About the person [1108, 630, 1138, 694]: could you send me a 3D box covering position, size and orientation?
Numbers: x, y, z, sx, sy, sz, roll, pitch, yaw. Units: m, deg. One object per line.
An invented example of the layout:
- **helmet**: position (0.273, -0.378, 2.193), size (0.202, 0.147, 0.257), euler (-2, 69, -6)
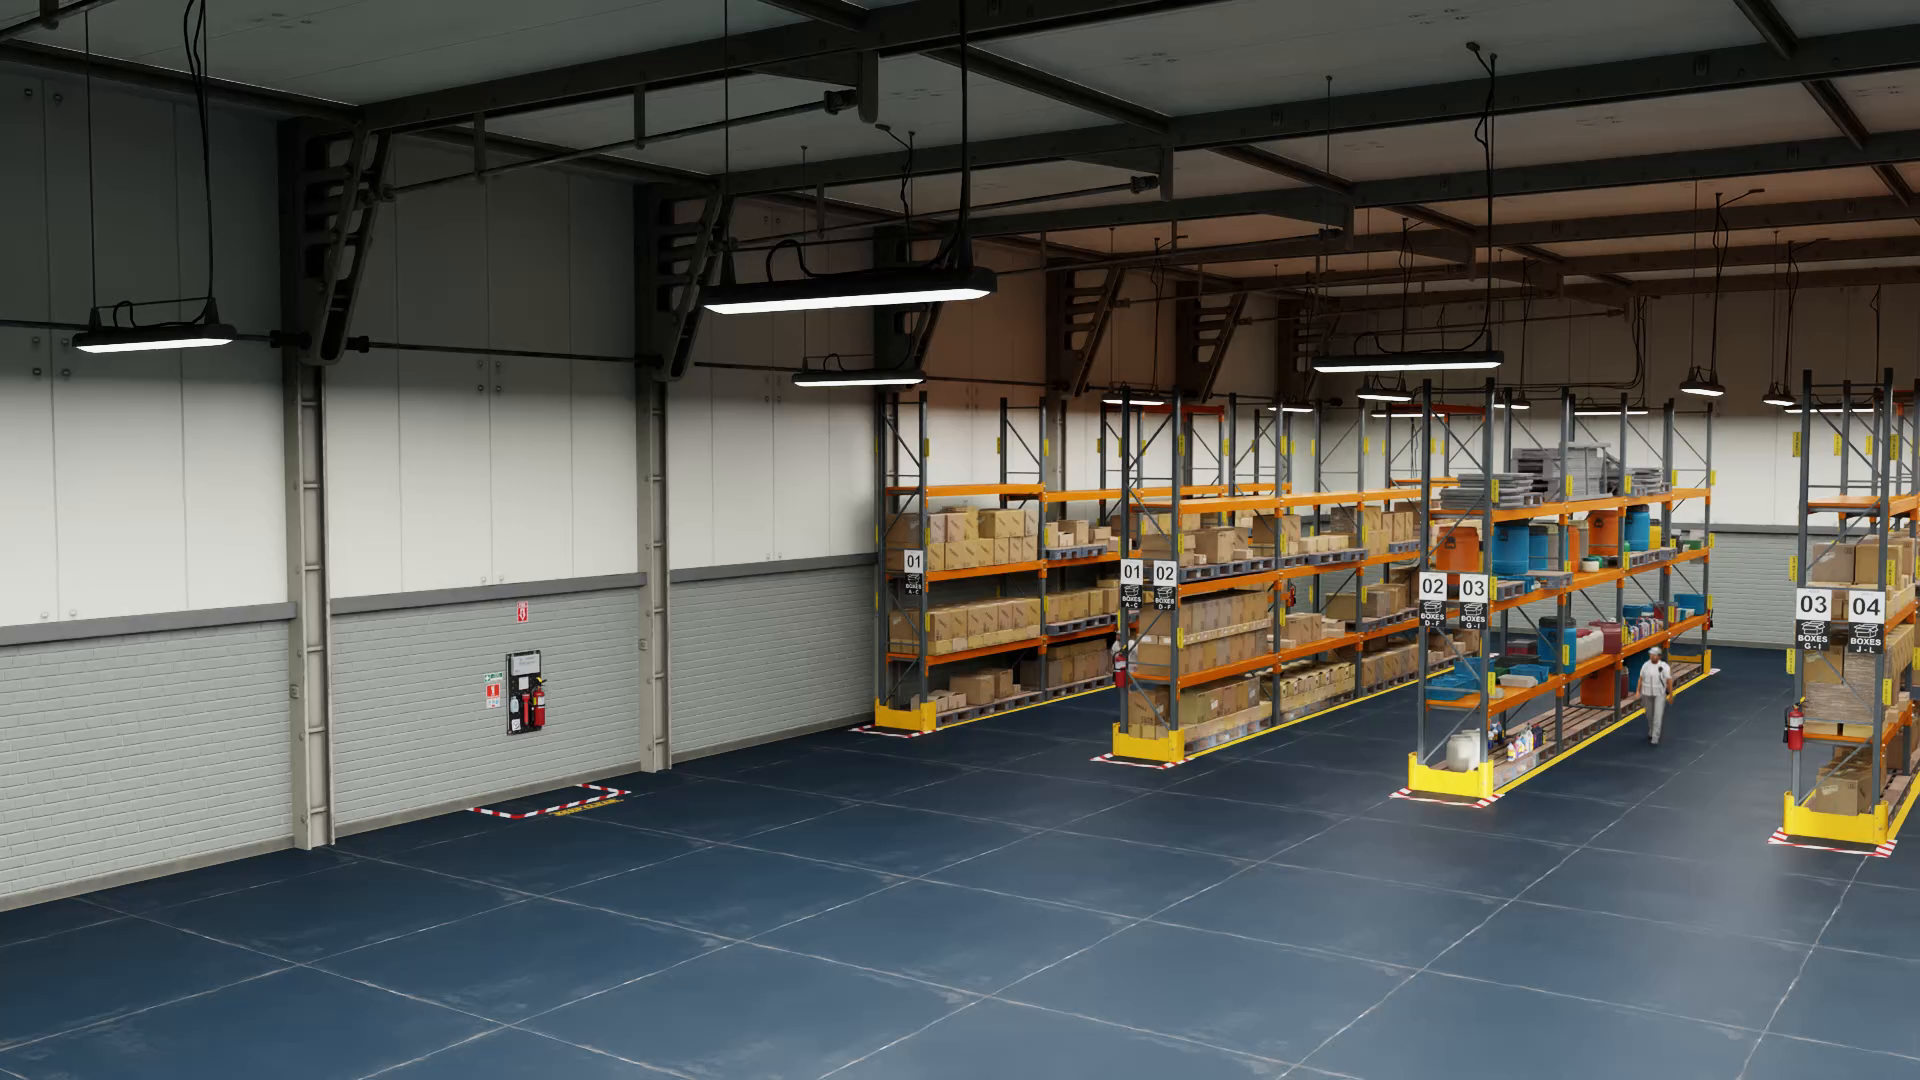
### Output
- **person**: position (3.125, 2.445, 30.988), size (0.682, 1.675, 0.746), euler (-3, 4, -43)

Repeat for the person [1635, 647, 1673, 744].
- **person**: position (11.809, 2.618, 28.281), size (0.582, 1.601, 1.053), euler (2, 4, 33)
